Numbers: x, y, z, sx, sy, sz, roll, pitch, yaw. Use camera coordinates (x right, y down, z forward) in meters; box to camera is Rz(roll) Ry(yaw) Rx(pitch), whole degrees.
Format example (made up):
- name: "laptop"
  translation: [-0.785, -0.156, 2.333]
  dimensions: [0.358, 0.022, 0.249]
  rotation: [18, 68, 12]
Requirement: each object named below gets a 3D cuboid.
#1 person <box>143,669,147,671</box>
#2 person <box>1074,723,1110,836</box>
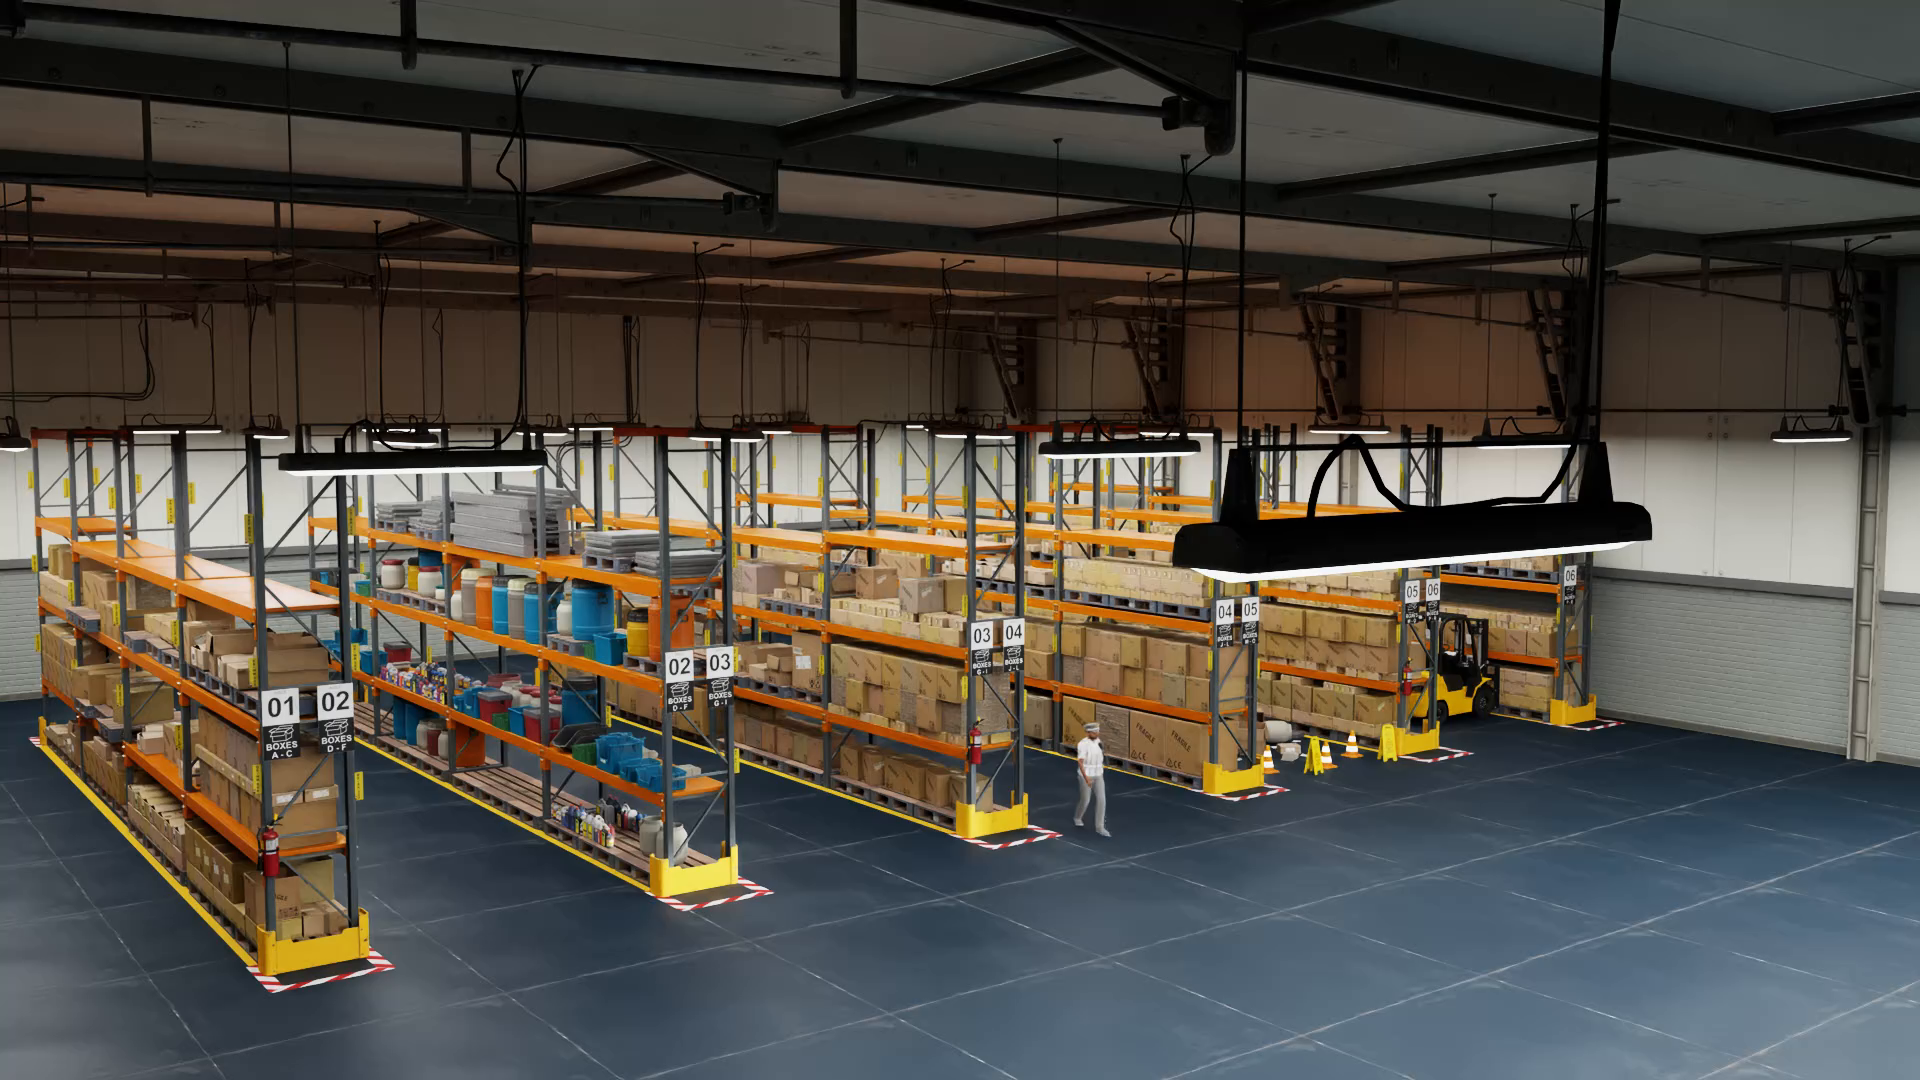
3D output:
- name: "person"
  translation: [-16.092, 2.906, 33.024]
  dimensions: [0.571, 1.644, 0.463]
  rotation: [1, 5, 13]
- name: "person"
  translation: [2.003, 3.558, 24.938]
  dimensions: [0.508, 1.649, 0.752]
  rotation: [-3, 5, -34]
